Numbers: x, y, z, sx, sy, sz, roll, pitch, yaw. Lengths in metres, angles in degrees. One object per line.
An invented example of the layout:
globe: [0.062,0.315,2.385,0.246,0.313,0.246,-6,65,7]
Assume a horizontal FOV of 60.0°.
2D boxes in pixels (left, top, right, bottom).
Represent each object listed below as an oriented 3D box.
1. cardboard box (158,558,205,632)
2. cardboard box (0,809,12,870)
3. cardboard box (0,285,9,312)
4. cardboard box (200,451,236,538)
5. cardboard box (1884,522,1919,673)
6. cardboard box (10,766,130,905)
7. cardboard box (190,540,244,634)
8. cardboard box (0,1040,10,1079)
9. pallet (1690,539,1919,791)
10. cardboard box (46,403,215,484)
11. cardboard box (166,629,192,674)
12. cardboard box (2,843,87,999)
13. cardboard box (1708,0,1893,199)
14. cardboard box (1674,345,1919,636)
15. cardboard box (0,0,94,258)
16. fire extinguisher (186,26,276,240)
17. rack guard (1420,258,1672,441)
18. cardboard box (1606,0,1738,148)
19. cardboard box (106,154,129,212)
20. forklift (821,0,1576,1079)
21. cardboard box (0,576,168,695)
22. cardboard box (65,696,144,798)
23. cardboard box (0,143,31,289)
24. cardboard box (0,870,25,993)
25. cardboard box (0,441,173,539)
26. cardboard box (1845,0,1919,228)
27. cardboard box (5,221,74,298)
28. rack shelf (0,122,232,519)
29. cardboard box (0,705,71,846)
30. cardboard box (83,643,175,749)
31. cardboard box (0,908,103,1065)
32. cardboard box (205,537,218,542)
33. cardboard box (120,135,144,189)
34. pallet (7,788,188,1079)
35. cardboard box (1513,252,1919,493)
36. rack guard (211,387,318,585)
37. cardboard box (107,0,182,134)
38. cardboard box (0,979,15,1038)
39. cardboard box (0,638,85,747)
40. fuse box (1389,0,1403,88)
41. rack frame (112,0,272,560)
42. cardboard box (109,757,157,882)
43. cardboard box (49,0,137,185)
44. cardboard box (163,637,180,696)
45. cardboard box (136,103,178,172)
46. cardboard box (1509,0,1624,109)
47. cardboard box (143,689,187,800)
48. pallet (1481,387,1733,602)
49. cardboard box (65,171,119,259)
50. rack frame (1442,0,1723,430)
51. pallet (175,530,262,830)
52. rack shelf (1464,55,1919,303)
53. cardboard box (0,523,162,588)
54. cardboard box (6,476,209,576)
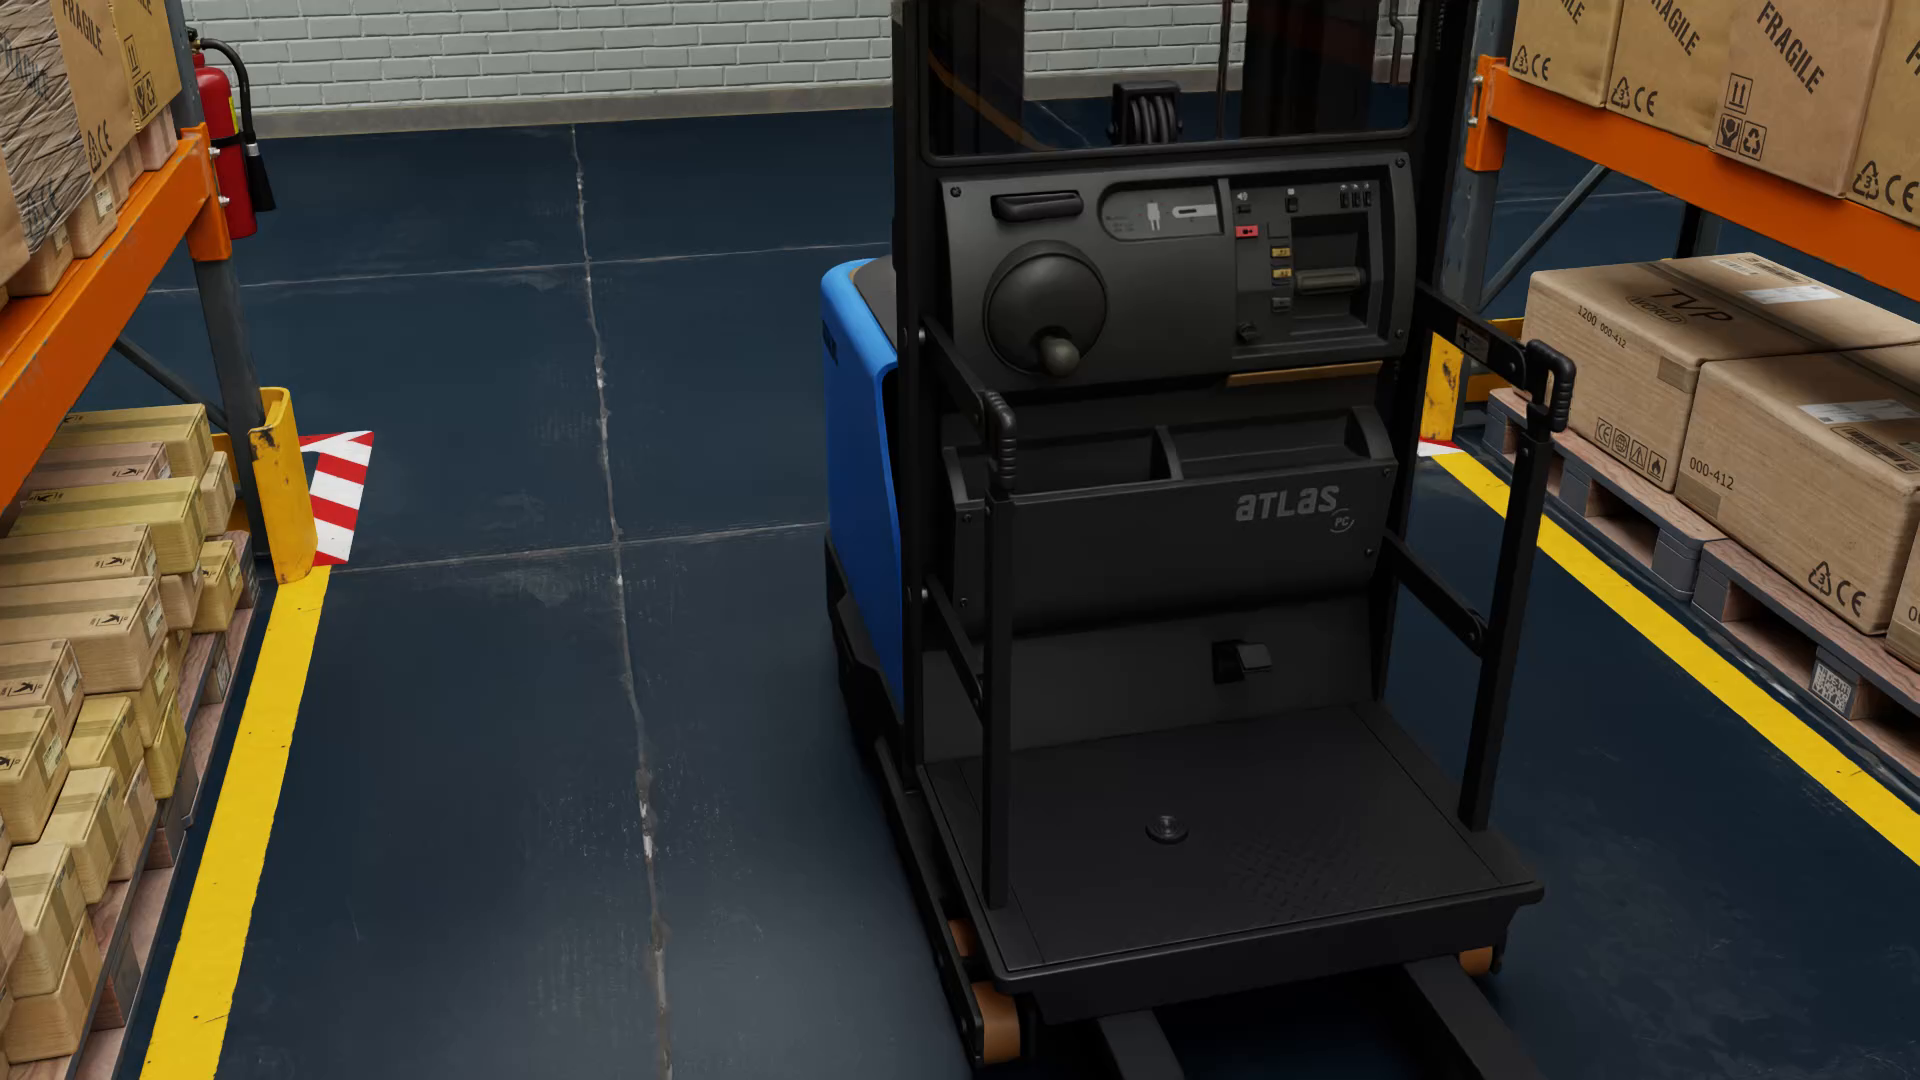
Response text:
cardboard box: [-2.072,0.120,4.051,0.380,0.149,0.250,-7,28,-14]
cardboard box: [-1.872,0.564,2.842,0.380,0.149,0.250,-7,28,-14]
cardboard box: [-2.034,-0.462,3.116,0.380,0.149,0.250,-7,28,-14]
cardboard box: [-2.191,-0.108,4.503,0.380,0.149,0.250,-7,28,-13]
cardboard box: [2.874,0.223,3.858,0.875,0.438,0.875,-7,28,-13]
cardboard box: [-1.814,0.578,3.143,0.380,0.149,0.250,-6,27,-11]
cardboard box: [-2.109,0.134,4.352,0.380,0.149,0.250,-5,27,-10]
cardboard box: [-1.823,0.944,2.749,0.380,0.149,0.250,-7,28,-14]
pallet: [2.740,0.312,4.397,1.003,0.211,1.213,-6,27,-12]
cardboard box: [-2.222,-0.237,4.428,0.380,0.149,0.250,-6,27,-11]
cardboard box: [-2.134,0.259,4.105,0.380,0.149,0.250,-6,27,-12]
cardboard box: [-1.783,0.689,2.923,0.380,0.149,0.250,-6,27,-12]
cardboard box: [2.279,-1.171,4.129,0.500,0.500,0.500,-6,27,-12]
cardboard box: [2.673,-0.173,4.642,0.875,0.438,0.875,-5,27,-10]
cardboard box: [-2.001,-0.821,3.107,0.500,0.500,0.500,-6,27,-11]
fire extinguisher: [-2.195,-1.220,4.837,0.296,0.674,0.183,-6,27,-12]
rack guard: [2.207,-0.705,6.092,1.175,0.500,0.348,-6,27,-12]
cardboard box: [2.182,-1.396,4.576,0.500,0.500,0.500,-6,27,-12]
cardboard box: [-2.148,-0.815,3.815,0.380,0.149,0.250,-6,27,-12]
forklift: [0.479,-0.481,2.951,1.130,2.935,3.031,-6,27,-12]
cardboard box: [-1.927,0.212,3.538,0.380,0.149,0.250,-5,27,-10]
cardboard box: [-1.903,0.460,3.377,0.380,0.149,0.250,-5,27,-9]
cardboard box: [-1.899,-0.601,2.671,0.500,0.500,0.500,-5,27,-9]
cardboard box: [-1.730,0.675,2.621,0.380,0.149,0.250,-5,27,-10]
cardboard box: [-2.221,-0.121,4.198,0.380,0.149,0.250,-5,27,-11]
cardboard box: [2.408,-0.952,3.697,0.500,0.500,0.500,-5,27,-10]
cardboard box: [-2.037,-0.587,3.362,0.380,0.149,0.250,-7,28,-14]
rack shelf: [-2.137,-0.064,2.846,1.077,0.370,4.000,-6,27,-12]
cardboard box: [-1.889,0.451,3.064,0.380,0.149,0.250,-6,27,-11]
cardboard box: [-1.943,0.346,3.604,0.380,0.149,0.250,-6,27,-11]
cardboard box: [-1.787,0.820,2.994,0.380,0.149,0.250,-7,28,-13]
cardboard box: [-2.266,0.032,4.556,0.380,0.149,0.250,-5,27,-11]
cardboard box: [-2.219,-0.924,4.030,0.380,0.149,0.250,-6,27,-12]
pallet: [-2.151,0.910,3.213,1.003,0.211,1.213,-6,27,-12]
cardboard box: [2.458,-0.574,5.436,0.875,0.438,0.875,-7,28,-13]
rack guard: [-2.571,-0.114,4.921,1.175,0.500,0.348,-6,27,-12]
cardboard box: [-2.236,-1.270,3.995,0.500,0.500,0.500,-5,27,-11]
cardboard box: [-1.788,0.806,2.691,0.380,0.149,0.250,-5,27,-9]
cardboard box: [-1.976,0.339,3.286,0.380,0.149,0.250,-7,28,-13]
fuse box: [2.998,-3.857,10.993,0.539,1.711,0.414,-6,27,-12]
rack frame: [-2.588,-1.263,4.424,1.000,3.000,0.127,-6,27,-12]
cardboard box: [-1.905,0.594,3.442,0.380,0.149,0.250,-5,27,-11]
cardboard box: [-2.125,-1.043,3.546,0.500,0.500,0.500,-6,27,-12]
cardboard box: [-2.065,0.366,3.893,0.380,0.149,0.250,-6,27,-11]
cardboard box: [-2.239,-1.037,4.254,0.380,0.149,0.250,-6,27,-12]
cardboard box: [2.041,-1.615,5.010,0.500,0.500,0.500,-6,27,-12]
cardboard box: [-1.947,0.472,3.684,0.380,0.149,0.250,-7,28,-14]
pallet: [2.469,-0.222,5.456,1.003,0.211,1.213,-6,27,-12]
cardboard box: [-2.068,-0.705,3.598,0.380,0.149,0.250,-5,27,-10]
rack frame: [2.212,-1.810,5.508,1.000,3.000,0.127,-6,27,-12]
pallet: [-2.422,0.375,4.272,1.003,0.211,1.213,-6,27,-12]
rack shelf: [2.663,-0.611,3.930,1.077,0.370,4.000,-6,27,-12]
cardboard box: [-2.042,0.100,3.760,0.380,0.149,0.250,-7,28,-14]
cardboard box: [-2.039,-0.020,3.998,0.380,0.149,0.250,-7,28,-13]
